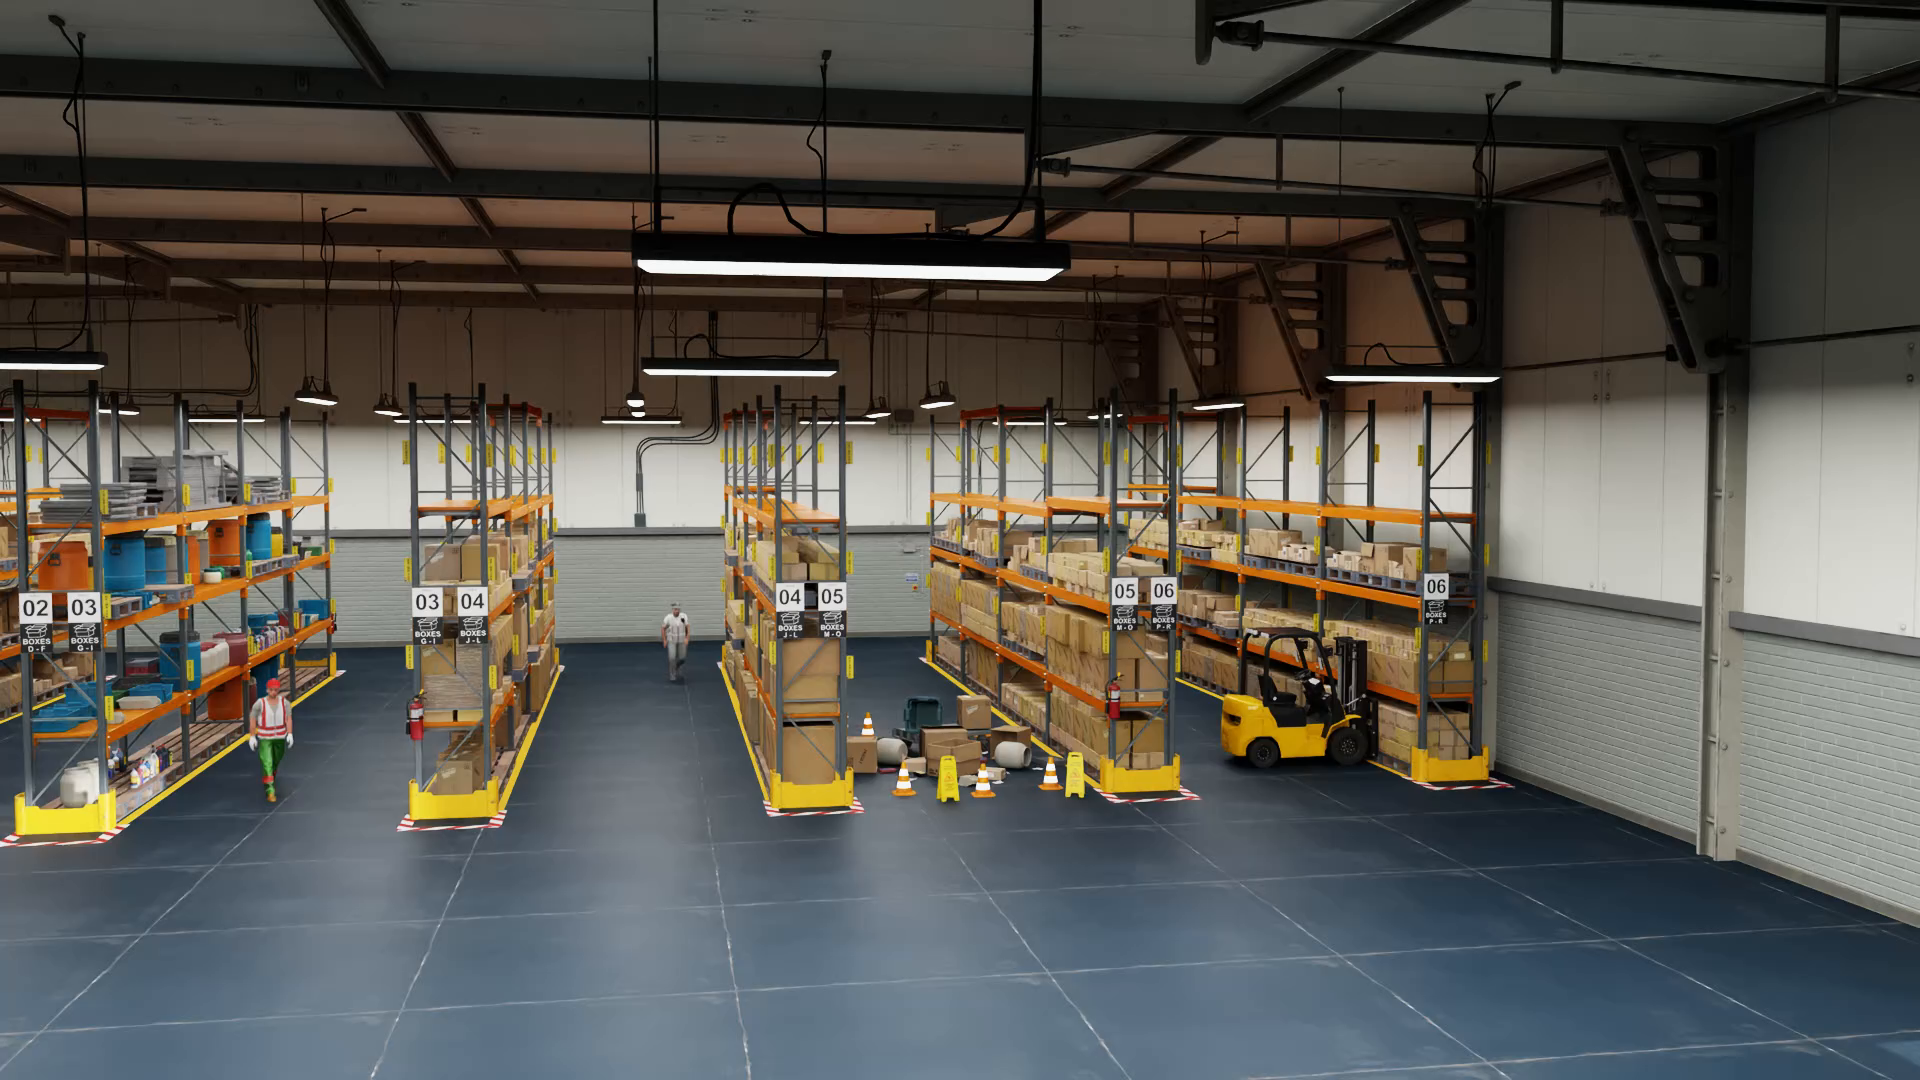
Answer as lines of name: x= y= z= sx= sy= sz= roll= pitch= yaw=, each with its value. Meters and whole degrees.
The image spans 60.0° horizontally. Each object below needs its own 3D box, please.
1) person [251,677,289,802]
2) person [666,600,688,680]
person: x=-10.073 y=2.877 z=24.203 sx=0.705 sy=1.781 sz=0.641 roll=0 pitch=3 yaw=7
person: x=-6.331 y=2.271 z=37.190 sx=0.512 sy=1.845 sz=0.565 roll=2 pitch=4 yaw=35
